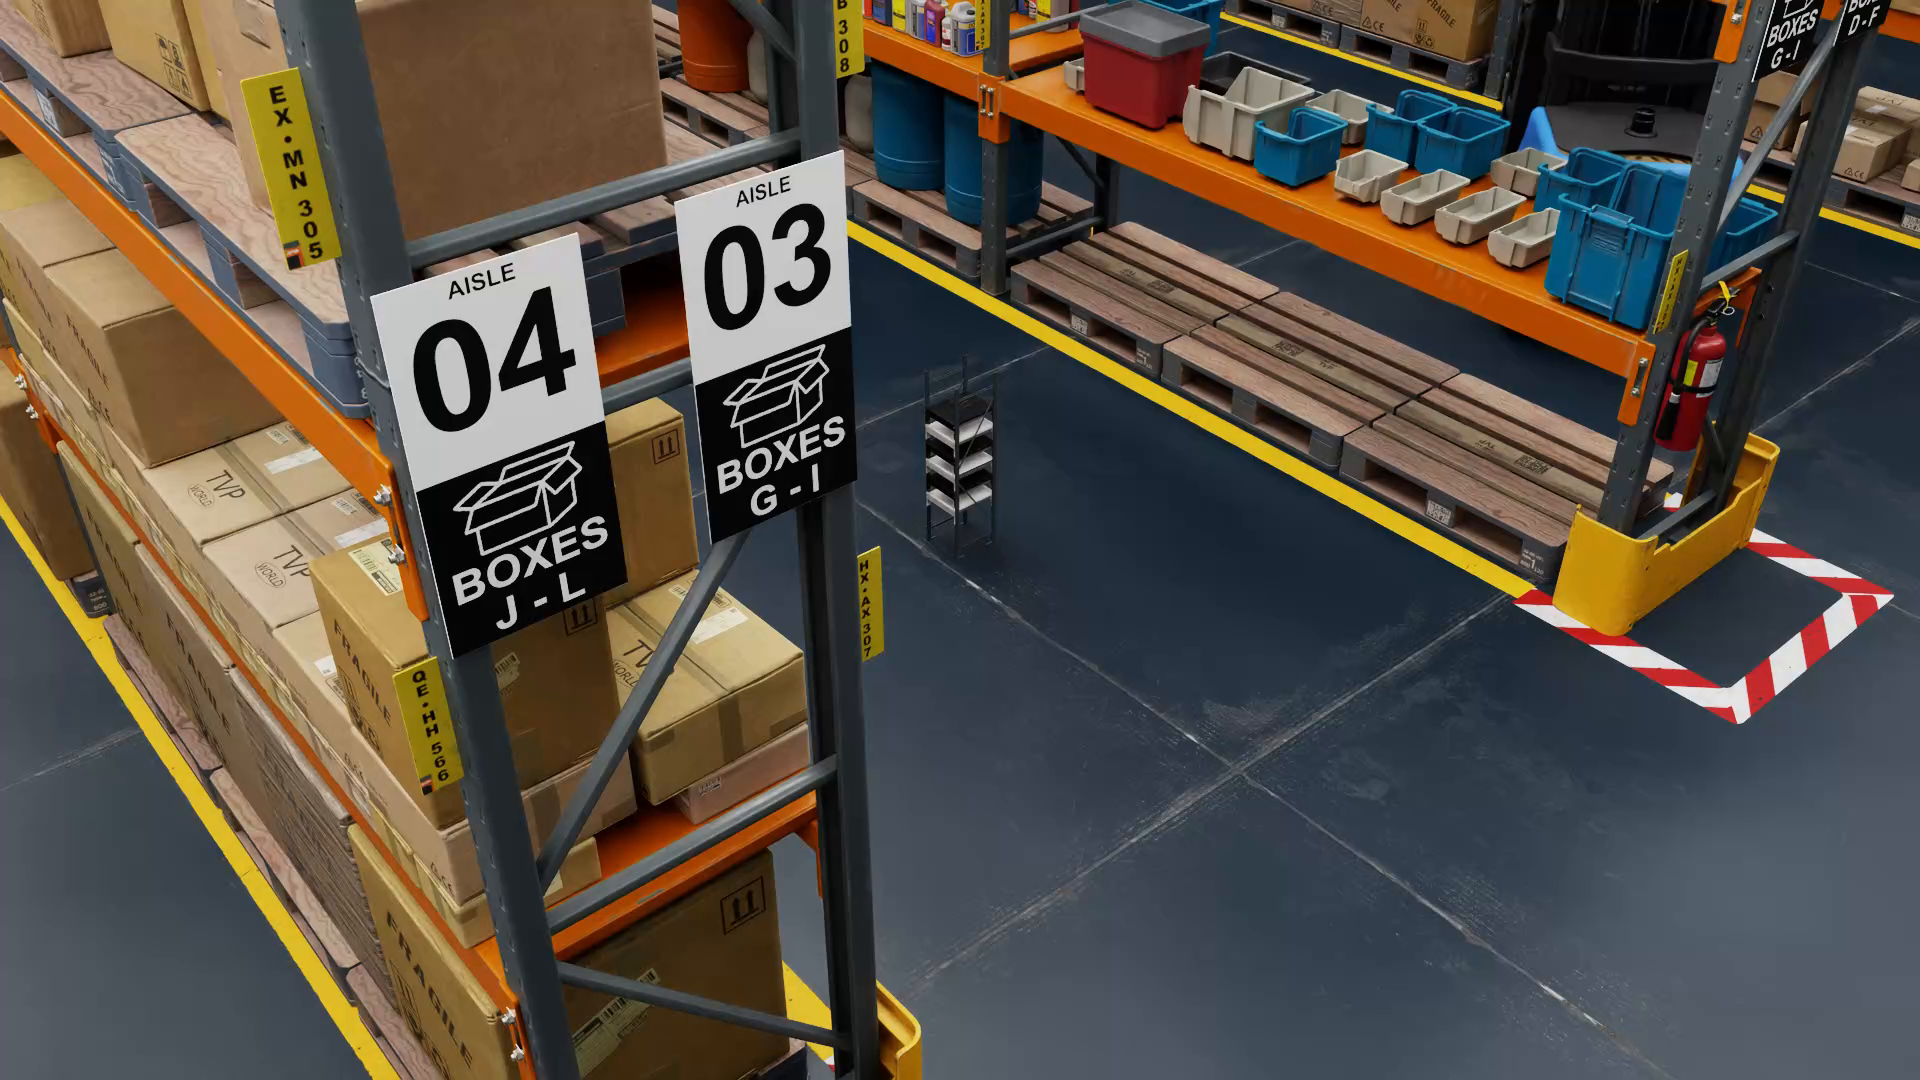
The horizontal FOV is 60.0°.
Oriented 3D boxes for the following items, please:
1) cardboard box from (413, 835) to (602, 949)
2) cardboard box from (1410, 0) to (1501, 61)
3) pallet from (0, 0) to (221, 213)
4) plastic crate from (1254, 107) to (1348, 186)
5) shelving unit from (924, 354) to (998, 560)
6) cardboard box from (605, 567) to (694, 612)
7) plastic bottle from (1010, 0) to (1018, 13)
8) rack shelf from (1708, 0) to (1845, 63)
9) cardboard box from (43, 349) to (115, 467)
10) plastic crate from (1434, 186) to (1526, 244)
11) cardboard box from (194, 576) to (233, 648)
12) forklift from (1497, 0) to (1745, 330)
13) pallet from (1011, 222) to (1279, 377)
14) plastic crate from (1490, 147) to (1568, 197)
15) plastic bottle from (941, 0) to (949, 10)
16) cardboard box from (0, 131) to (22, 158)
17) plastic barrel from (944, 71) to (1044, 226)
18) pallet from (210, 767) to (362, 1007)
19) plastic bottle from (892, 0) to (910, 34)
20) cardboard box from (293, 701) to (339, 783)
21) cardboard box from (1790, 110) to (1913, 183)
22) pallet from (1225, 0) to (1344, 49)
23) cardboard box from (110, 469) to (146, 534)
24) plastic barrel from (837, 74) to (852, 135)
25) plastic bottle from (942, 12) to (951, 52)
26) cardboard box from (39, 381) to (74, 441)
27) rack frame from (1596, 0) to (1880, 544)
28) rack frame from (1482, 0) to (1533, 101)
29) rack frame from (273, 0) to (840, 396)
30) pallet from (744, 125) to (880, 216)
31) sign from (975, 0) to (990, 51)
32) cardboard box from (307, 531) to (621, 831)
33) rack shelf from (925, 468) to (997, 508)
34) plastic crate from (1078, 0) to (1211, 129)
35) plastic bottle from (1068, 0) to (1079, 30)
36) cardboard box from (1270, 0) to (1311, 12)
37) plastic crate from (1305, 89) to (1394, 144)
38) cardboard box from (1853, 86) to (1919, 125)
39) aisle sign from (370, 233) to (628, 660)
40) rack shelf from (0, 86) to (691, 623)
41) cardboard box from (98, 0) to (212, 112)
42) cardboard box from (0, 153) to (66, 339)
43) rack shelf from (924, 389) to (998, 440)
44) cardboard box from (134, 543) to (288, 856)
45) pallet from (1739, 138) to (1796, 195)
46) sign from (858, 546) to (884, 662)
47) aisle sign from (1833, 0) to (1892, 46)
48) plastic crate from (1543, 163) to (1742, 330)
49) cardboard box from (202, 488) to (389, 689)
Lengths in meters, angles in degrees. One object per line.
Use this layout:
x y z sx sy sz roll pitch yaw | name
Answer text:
-1.141 0.824 4.208 0.380 0.149 0.250 -25 42 -31 | cardboard box
3.791 -3.973 12.547 0.500 0.500 0.500 -26 43 -32 | cardboard box
-1.938 -1.294 4.464 1.003 0.211 1.213 -26 43 -32 | pallet
1.603 -1.858 7.872 0.416 0.233 0.300 -26 43 -32 | plastic crate
0.005 -0.364 7.485 0.258 0.900 0.210 -26 43 -32 | shelving unit
-1.104 0.156 4.806 0.500 0.250 0.500 -27 43 -32 | cardboard box
0.299 -3.315 9.942 0.152 0.276 0.135 -26 43 -32 | plastic bottle
1.833 -2.905 7.283 1.077 0.370 4.000 -26 43 -32 | rack shelf
-2.821 -0.544 5.794 0.500 0.250 0.500 -26 43 -32 | cardboard box
2.283 -1.434 7.356 0.396 0.136 0.243 -26 43 -32 | plastic crate
-2.127 0.149 5.161 0.380 0.149 0.250 -25 42 -31 | cardboard box
3.838 -3.116 9.613 1.130 2.935 3.031 6 36 8 | forklift
1.047 -1.409 9.557 1.003 0.211 1.213 -26 43 -32 | pallet
2.634 -1.712 7.748 0.250 0.136 0.298 -26 43 -32 | plastic crate
-0.111 -3.046 9.627 0.097 0.201 0.097 0 35 0 | plastic bottle
-3.660 -1.739 6.656 0.797 0.503 0.637 -27 43 -33 | cardboard box
0.204 -2.419 10.022 0.600 0.901 0.708 -26 43 -32 | plastic barrel
-2.019 1.032 6.110 1.003 0.211 1.213 -26 43 -32 | pallet
-0.301 -3.121 9.604 0.144 0.351 0.185 -26 43 -32 | plastic bottle
-1.632 0.488 4.683 0.380 0.149 0.250 -25 42 -31 | cardboard box
5.781 -2.573 10.786 0.500 0.250 0.500 -26 43 -32 | cardboard box
2.983 -4.449 13.849 1.003 0.211 1.213 -26 43 -32 | pallet
-2.628 -0.192 5.644 0.380 0.149 0.250 -27 43 -32 | cardboard box
-0.981 -3.102 11.258 0.600 0.588 0.708 -26 43 -32 | plastic barrel
-0.055 -2.871 9.380 0.097 0.201 0.097 0 35 0 | plastic bottle
-3.135 -0.537 6.130 0.380 0.149 0.250 -28 44 -33 | cardboard box
3.124 -1.091 6.695 1.000 3.000 0.127 -26 43 -32 | rack frame
4.329 -4.703 11.795 1.000 3.000 0.127 -26 43 -32 | rack frame
-0.660 -1.692 2.353 1.000 3.000 0.127 -26 43 -32 | rack frame
-0.715 -2.614 11.259 1.003 0.211 1.213 -26 43 -32 | pallet
0.121 -2.766 8.820 0.100 0.325 0.005 -26 43 -32 | sign
-1.175 0.273 3.993 0.500 0.500 0.500 -25 43 -31 | cardboard box
0.005 -0.263 7.556 0.258 0.077 0.200 -26 43 -32 | rack shelf
0.927 -2.420 8.464 0.402 0.464 0.583 -26 43 -32 | plastic crate
0.632 -3.131 9.676 0.061 0.283 0.133 -26 43 -32 | plastic bottle
2.826 -4.640 13.489 0.500 0.500 0.500 -28 44 -33 | cardboard box
1.896 -2.117 8.321 0.293 0.136 0.466 -26 43 -32 | plastic crate
6.131 -2.782 11.081 0.500 0.250 0.500 -26 43 -32 | cardboard box
-0.843 -0.161 3.133 0.394 0.787 0.004 -26 43 -32 | aisle sign
-1.951 -1.057 4.675 1.077 0.370 4.000 -26 43 -32 | rack shelf
-1.678 -1.434 4.048 0.700 0.500 0.500 -29 45 -35 | cardboard box
-3.127 -1.069 5.888 0.500 0.500 0.500 -26 43 -32 | cardboard box
0.005 -0.557 7.348 0.258 0.077 0.200 -26 43 -32 | rack shelf
-2.296 0.404 6.059 0.875 0.875 0.875 -26 43 -32 | cardboard box
5.563 -2.722 11.412 1.003 0.211 1.213 -26 43 -32 | pallet
-0.232 0.166 4.102 0.100 0.325 0.005 -26 43 -32 | sign
3.397 -2.231 6.056 0.394 0.787 0.004 -26 43 -32 | aisle sign
2.765 -1.208 6.778 0.616 0.435 0.499 -26 43 -32 | plastic crate
-1.831 0.132 4.840 0.500 0.250 0.500 -28 44 -33 | cardboard box
